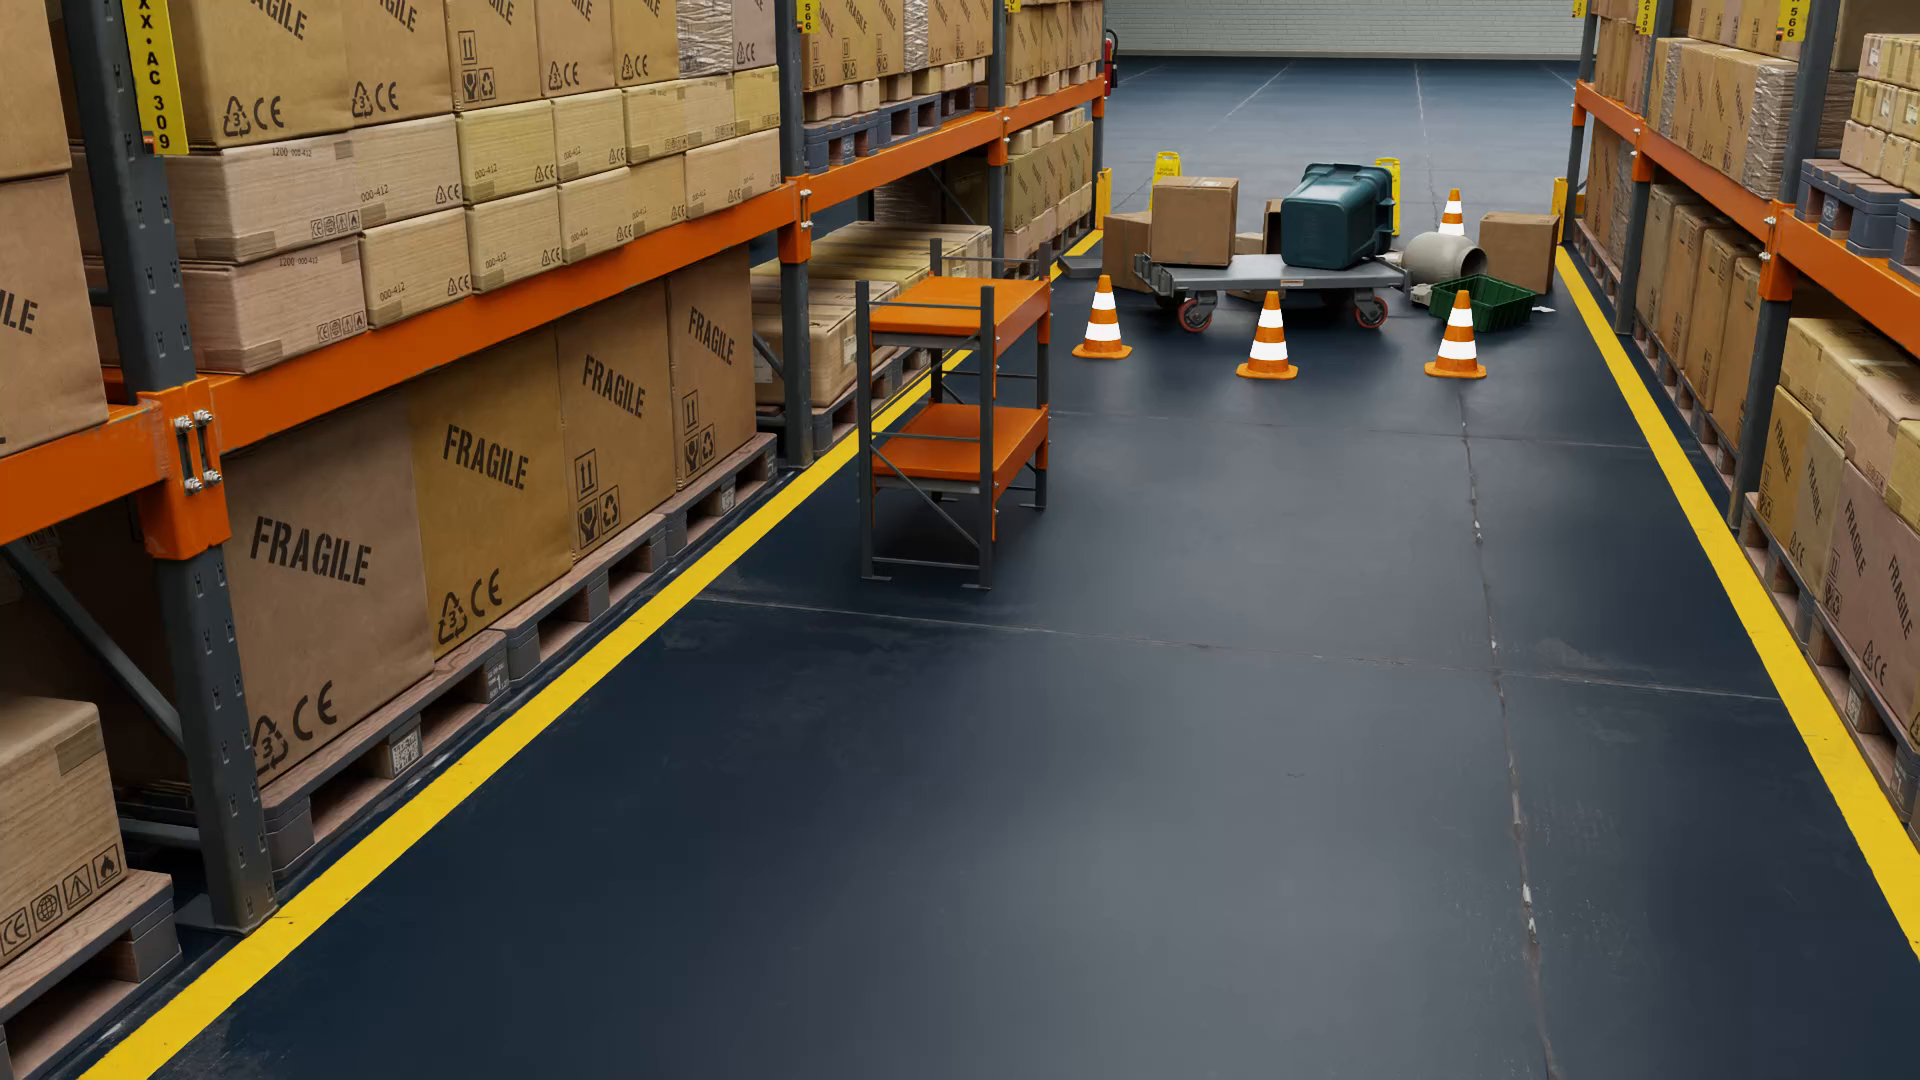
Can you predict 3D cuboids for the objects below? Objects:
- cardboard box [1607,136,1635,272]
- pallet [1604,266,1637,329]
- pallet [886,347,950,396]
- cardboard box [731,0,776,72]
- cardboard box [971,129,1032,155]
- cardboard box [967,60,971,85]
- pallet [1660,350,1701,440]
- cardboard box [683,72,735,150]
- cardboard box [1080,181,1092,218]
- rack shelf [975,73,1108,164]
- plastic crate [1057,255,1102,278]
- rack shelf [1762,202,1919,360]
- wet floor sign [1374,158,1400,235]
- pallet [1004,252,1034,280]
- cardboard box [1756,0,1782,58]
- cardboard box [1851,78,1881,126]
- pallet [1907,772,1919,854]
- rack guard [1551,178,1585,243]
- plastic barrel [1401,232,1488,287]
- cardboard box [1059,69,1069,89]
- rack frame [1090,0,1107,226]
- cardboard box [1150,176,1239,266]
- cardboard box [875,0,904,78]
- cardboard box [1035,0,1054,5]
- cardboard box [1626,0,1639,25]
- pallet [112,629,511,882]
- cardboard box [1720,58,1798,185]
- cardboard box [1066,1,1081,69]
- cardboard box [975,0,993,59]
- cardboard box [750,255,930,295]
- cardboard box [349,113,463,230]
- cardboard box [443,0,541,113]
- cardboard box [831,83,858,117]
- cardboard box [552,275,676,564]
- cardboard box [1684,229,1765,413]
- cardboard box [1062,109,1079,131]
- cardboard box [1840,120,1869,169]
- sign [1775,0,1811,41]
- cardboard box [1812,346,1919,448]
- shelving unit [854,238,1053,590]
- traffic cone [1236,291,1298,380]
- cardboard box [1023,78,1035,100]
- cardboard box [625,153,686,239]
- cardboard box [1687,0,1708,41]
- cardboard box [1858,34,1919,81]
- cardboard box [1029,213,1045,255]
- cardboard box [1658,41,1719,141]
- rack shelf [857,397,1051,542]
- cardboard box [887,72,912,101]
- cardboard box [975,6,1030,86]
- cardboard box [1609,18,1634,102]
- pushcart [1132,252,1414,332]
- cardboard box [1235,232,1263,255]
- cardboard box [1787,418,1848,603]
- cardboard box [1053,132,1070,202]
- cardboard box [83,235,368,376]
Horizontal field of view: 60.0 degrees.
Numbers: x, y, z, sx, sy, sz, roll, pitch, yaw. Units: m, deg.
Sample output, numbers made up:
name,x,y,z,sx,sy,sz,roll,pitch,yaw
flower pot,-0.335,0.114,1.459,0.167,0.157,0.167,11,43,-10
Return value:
name,x,y,z,sx,sy,sz,roll,pitch,yaw
cardboard box,5.062,-2.353,11.573,0.875,0.875,0.875,5,19,14
pallet,4.885,-1.598,11.039,1.003,0.211,1.213,5,19,13
pallet,-0.686,-1.097,9.573,1.003,0.211,1.213,5,19,13
cardboard box,-1.051,-2.128,6.577,0.500,0.500,0.500,4,19,12
cardboard box,0.294,-2.802,11.691,0.380,0.149,0.250,5,19,14
cardboard box,-0.141,-2.860,10.159,0.380,0.149,0.250,4,19,12
pallet,4.212,-0.734,8.511,1.003,0.211,1.213,5,19,13
cardboard box,-1.172,-1.623,6.259,0.500,0.250,0.500,4,19,12
cardboard box,0.834,-2.914,14.181,0.500,0.250,0.500,5,19,13
rack shelf,0.288,-3.331,12.912,1.077,0.370,4.000,5,19,13
plastic crate,0.978,-2.090,12.683,0.402,0.080,0.583,-2,19,-6
rack shelf,3.158,-0.464,4.519,1.077,0.370,4.000,5,19,13
wet floor sign,3.688,-2.990,14.444,0.267,0.644,0.232,1,19,4
pallet,-0.071,-1.938,12.035,1.003,0.211,1.213,5,19,13
cardboard box,4.011,-2.411,7.405,0.700,0.500,0.500,4,19,13
cardboard box,3.334,-1.516,5.766,0.380,0.149,0.250,6,20,16
pallet,2.858,0.898,3.733,1.003,0.211,1.213,5,19,13
rack guard,5.607,-2.764,14.005,1.175,0.500,0.348,5,19,13
plastic barrel,3.413,-1.943,11.721,0.421,0.421,0.512,-13,23,-34
cardboard box,0.648,-3.639,13.089,0.380,0.149,0.250,4,19,13
rack frame,0.776,-4.298,14.631,1.000,3.000,0.127,5,19,13
cardboard box,1.532,-2.089,10.858,0.500,0.500,0.500,5,19,13
cardboard box,-0.600,-2.631,8.486,0.500,0.500,0.500,5,19,14
cardboard box,0.263,-3.985,11.552,0.700,0.500,0.500,5,19,14
cardboard box,4.769,-3.562,10.572,0.875,0.550,0.550,5,19,13
pallet,-2.040,0.535,4.795,1.003,0.211,1.213,5,19,13
cardboard box,3.619,-1.797,7.154,0.500,0.500,0.500,5,19,13
cardboard box,0.658,-3.981,13.088,0.500,0.500,0.500,5,19,13
cardboard box,-0.091,-3.268,10.351,0.500,0.500,0.500,4,19,12
cardboard box,-0.667,-1.391,9.536,0.950,0.372,0.625,5,20,15
cardboard box,-1.674,-0.984,4.386,0.500,0.250,0.500,5,19,14
cardboard box,-1.547,-1.491,4.712,0.500,0.500,0.500,4,19,12
cardboard box,-0.705,-2.126,8.010,0.380,0.149,0.250,3,19,10
cardboard box,-1.650,-0.495,6.133,0.875,0.875,0.875,5,19,14
cardboard box,4.093,-1.024,7.875,1.050,0.750,0.750,5,19,14
cardboard box,0.744,-3.387,13.403,0.380,0.149,0.250,5,19,14
cardboard box,3.341,-1.387,5.847,0.380,0.149,0.250,4,19,13
sign,3.107,-2.022,6.176,0.100,0.325,0.005,5,19,13
cardboard box,3.119,-0.446,5.411,0.500,0.250,0.500,4,19,13
shelving unit,-0.002,-0.530,6.500,0.538,1.125,1.048,5,19,13
traffic cone,1.752,-1.175,9.411,0.336,0.463,0.334,5,19,13
cardboard box,0.328,-3.243,11.929,0.380,0.149,0.250,5,20,15
cardboard box,-1.298,-1.223,5.859,0.500,0.250,0.500,4,19,13
cardboard box,4.508,-3.050,9.274,0.700,0.500,0.500,4,19,12
cardboard box,3.345,-1.662,5.731,0.380,0.149,0.250,5,19,13
cardboard box,0.324,-2.274,12.308,0.500,0.250,0.500,6,20,16
cardboard box,4.112,-2.431,9.008,0.500,0.500,0.500,5,19,14
rack shelf,-0.002,-0.299,6.579,0.538,0.278,1.000,5,19,13
cardboard box,-0.477,-2.460,8.989,0.380,0.149,0.250,5,20,15
cardboard box,0.177,-3.348,11.235,0.500,0.500,0.500,5,19,13
cardboard box,5.093,-3.381,11.713,0.875,0.550,0.500,5,19,13
pushcart,2.022,-1.639,10.903,1.648,0.377,0.936,-2,19,-6
cardboard box,2.415,-2.379,13.422,0.380,0.149,0.250,17,25,41
cardboard box,3.107,-0.088,5.522,0.500,0.500,0.500,5,19,14
cardboard box,0.579,-2.957,13.149,0.500,0.500,0.500,4,19,12
cardboard box,-1.792,-0.583,3.986,0.500,0.250,0.500,4,19,12
